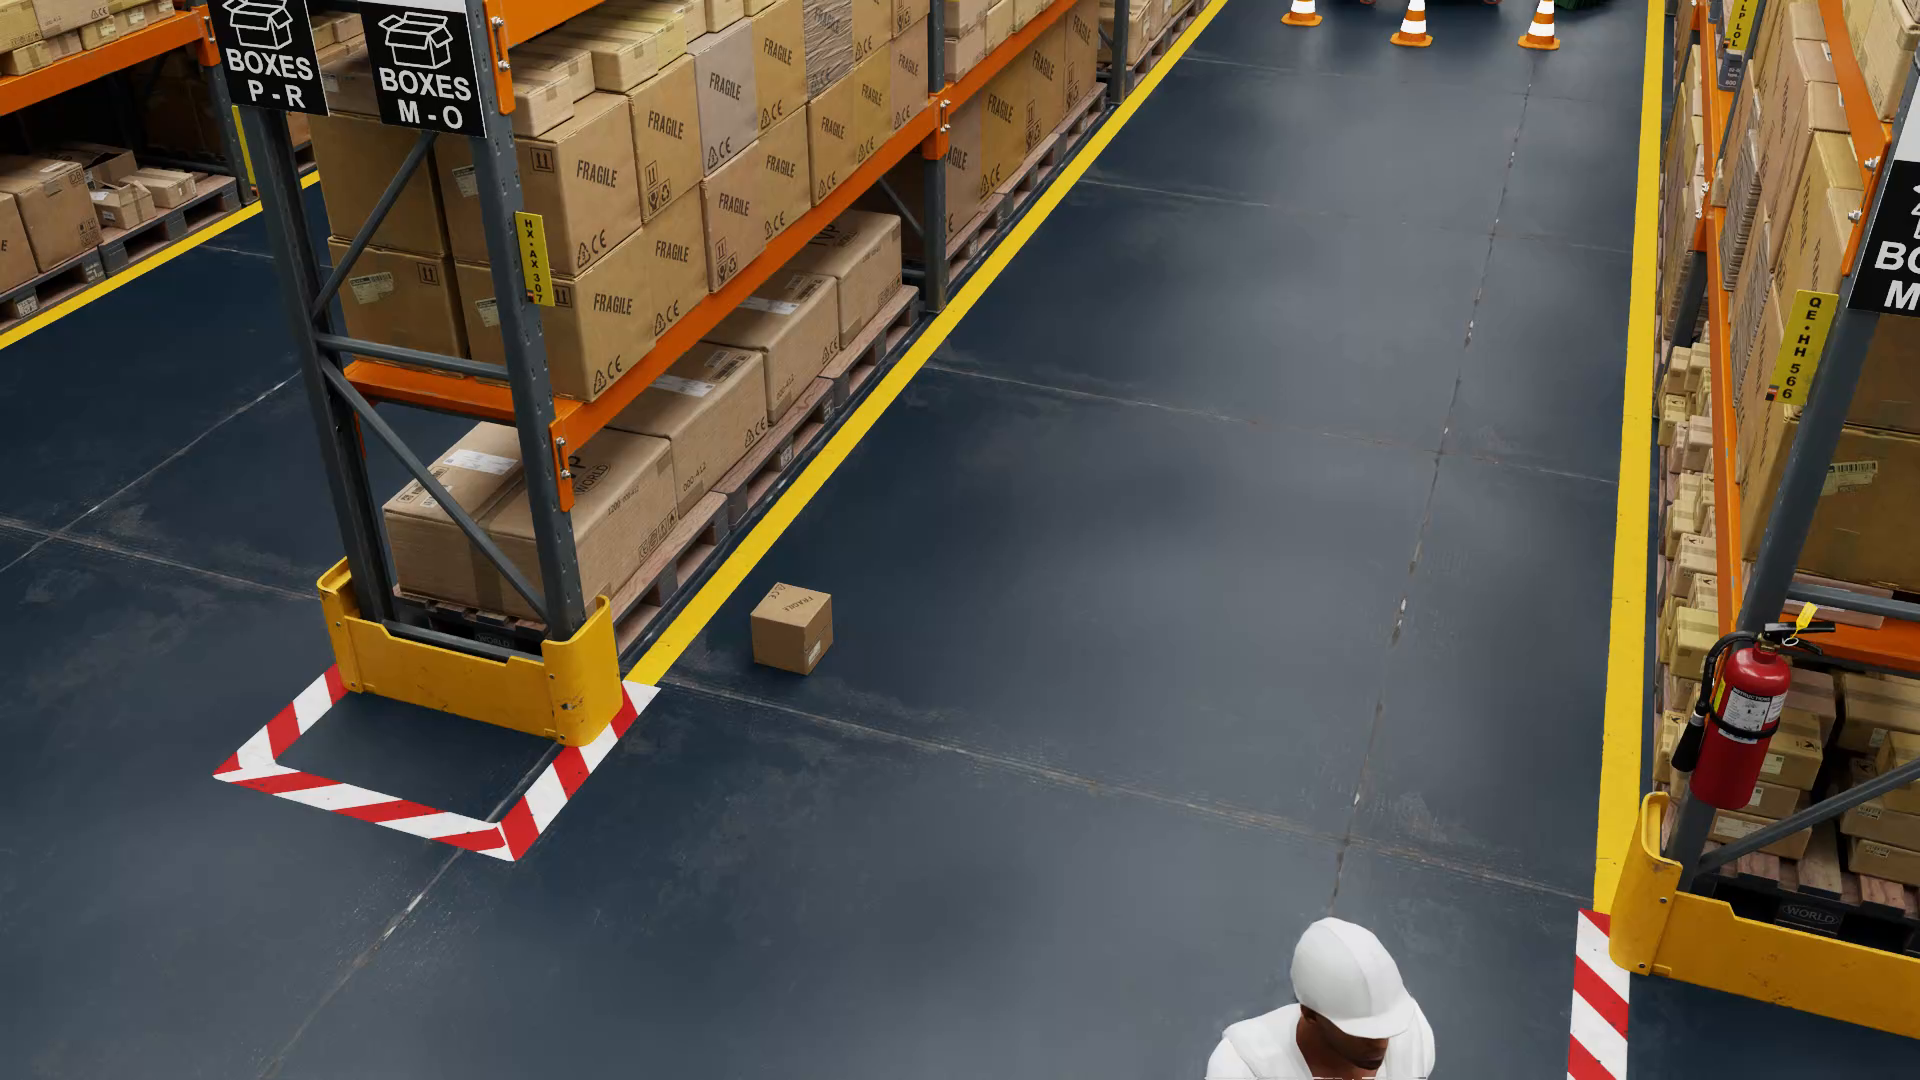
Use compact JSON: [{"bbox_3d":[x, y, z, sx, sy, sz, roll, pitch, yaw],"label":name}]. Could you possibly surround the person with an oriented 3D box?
[{"bbox_3d":[0.805,1.588,3.647,0.579,1.718,0.949,-7,34,-11],"label":"person"}]
